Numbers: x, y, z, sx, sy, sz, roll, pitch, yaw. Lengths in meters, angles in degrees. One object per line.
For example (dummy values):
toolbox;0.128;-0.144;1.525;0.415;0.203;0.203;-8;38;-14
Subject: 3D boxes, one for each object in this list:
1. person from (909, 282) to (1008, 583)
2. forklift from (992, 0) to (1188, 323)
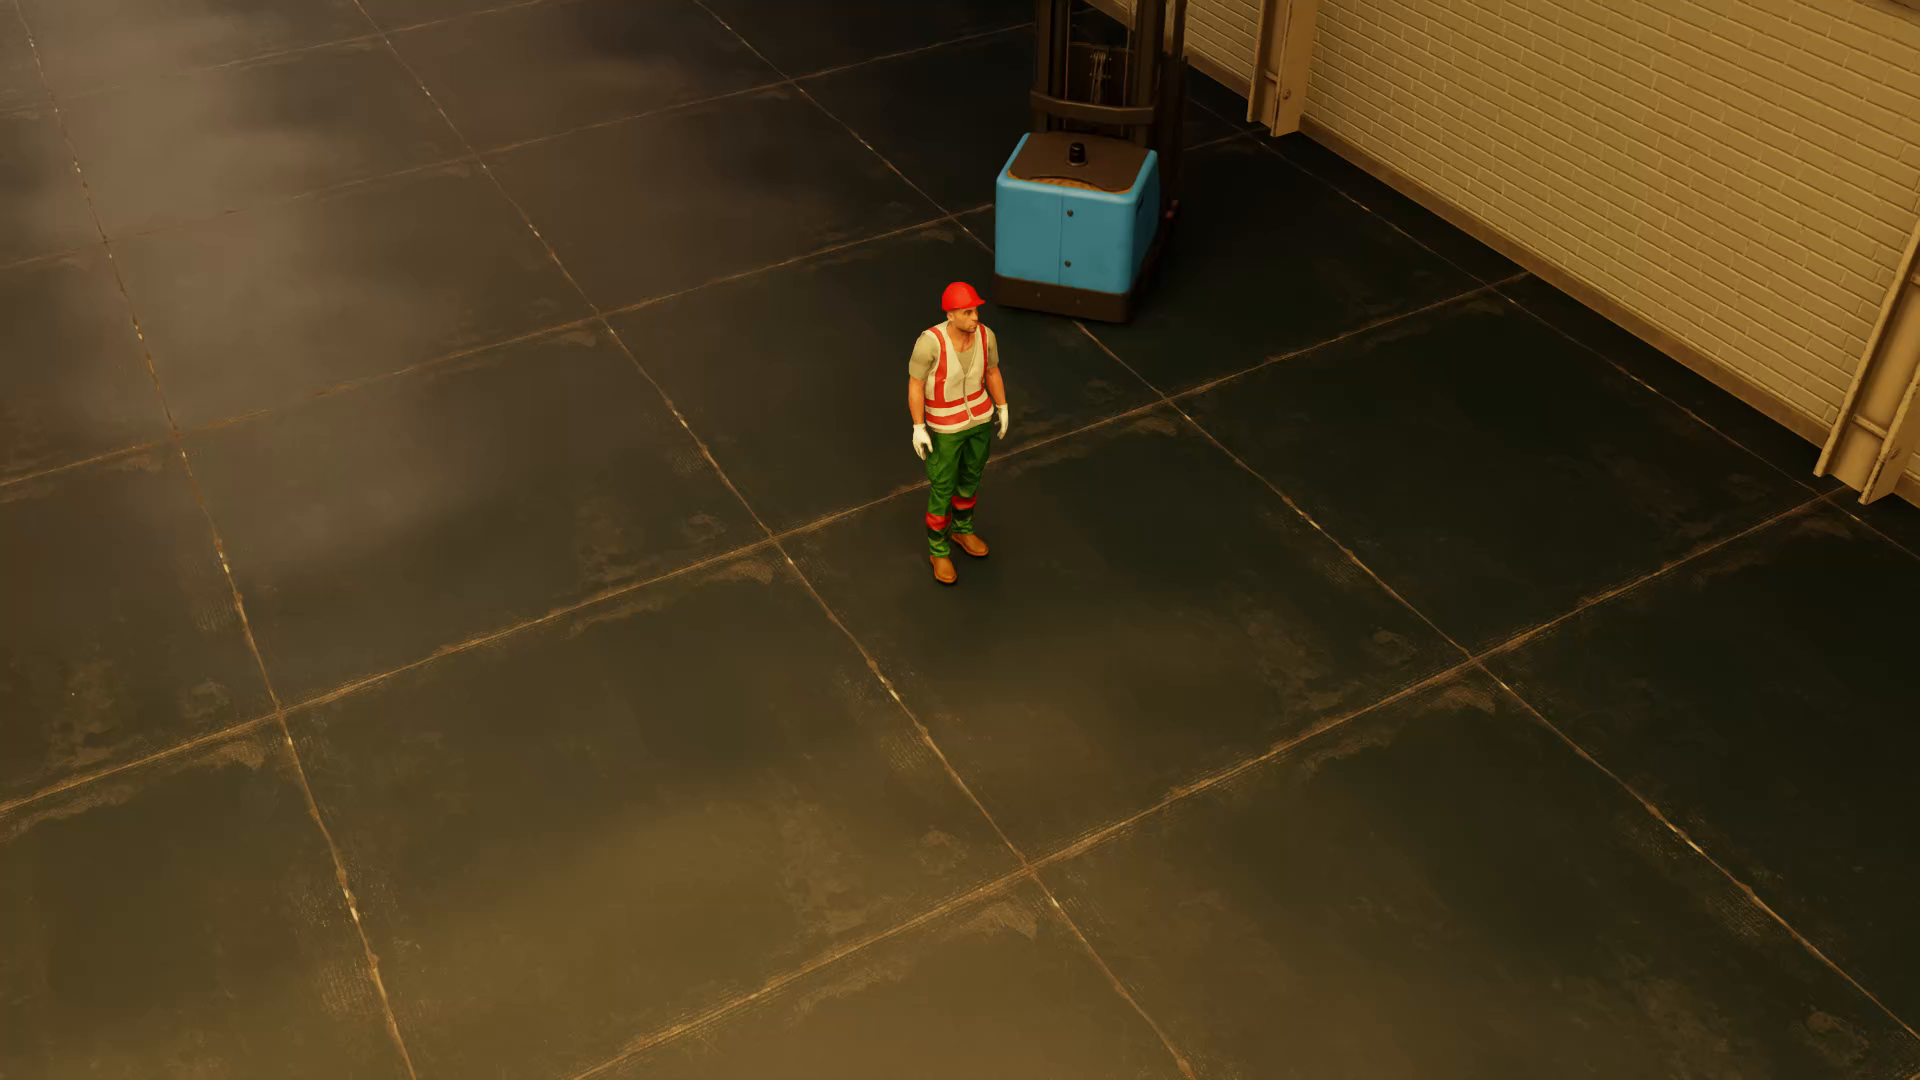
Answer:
person;0.030;-0.646;9.699;0.638;1.787;0.564;-20;44;-23
forklift;1.159;-3.659;12.448;1.130;2.935;3.031;11;41;13
